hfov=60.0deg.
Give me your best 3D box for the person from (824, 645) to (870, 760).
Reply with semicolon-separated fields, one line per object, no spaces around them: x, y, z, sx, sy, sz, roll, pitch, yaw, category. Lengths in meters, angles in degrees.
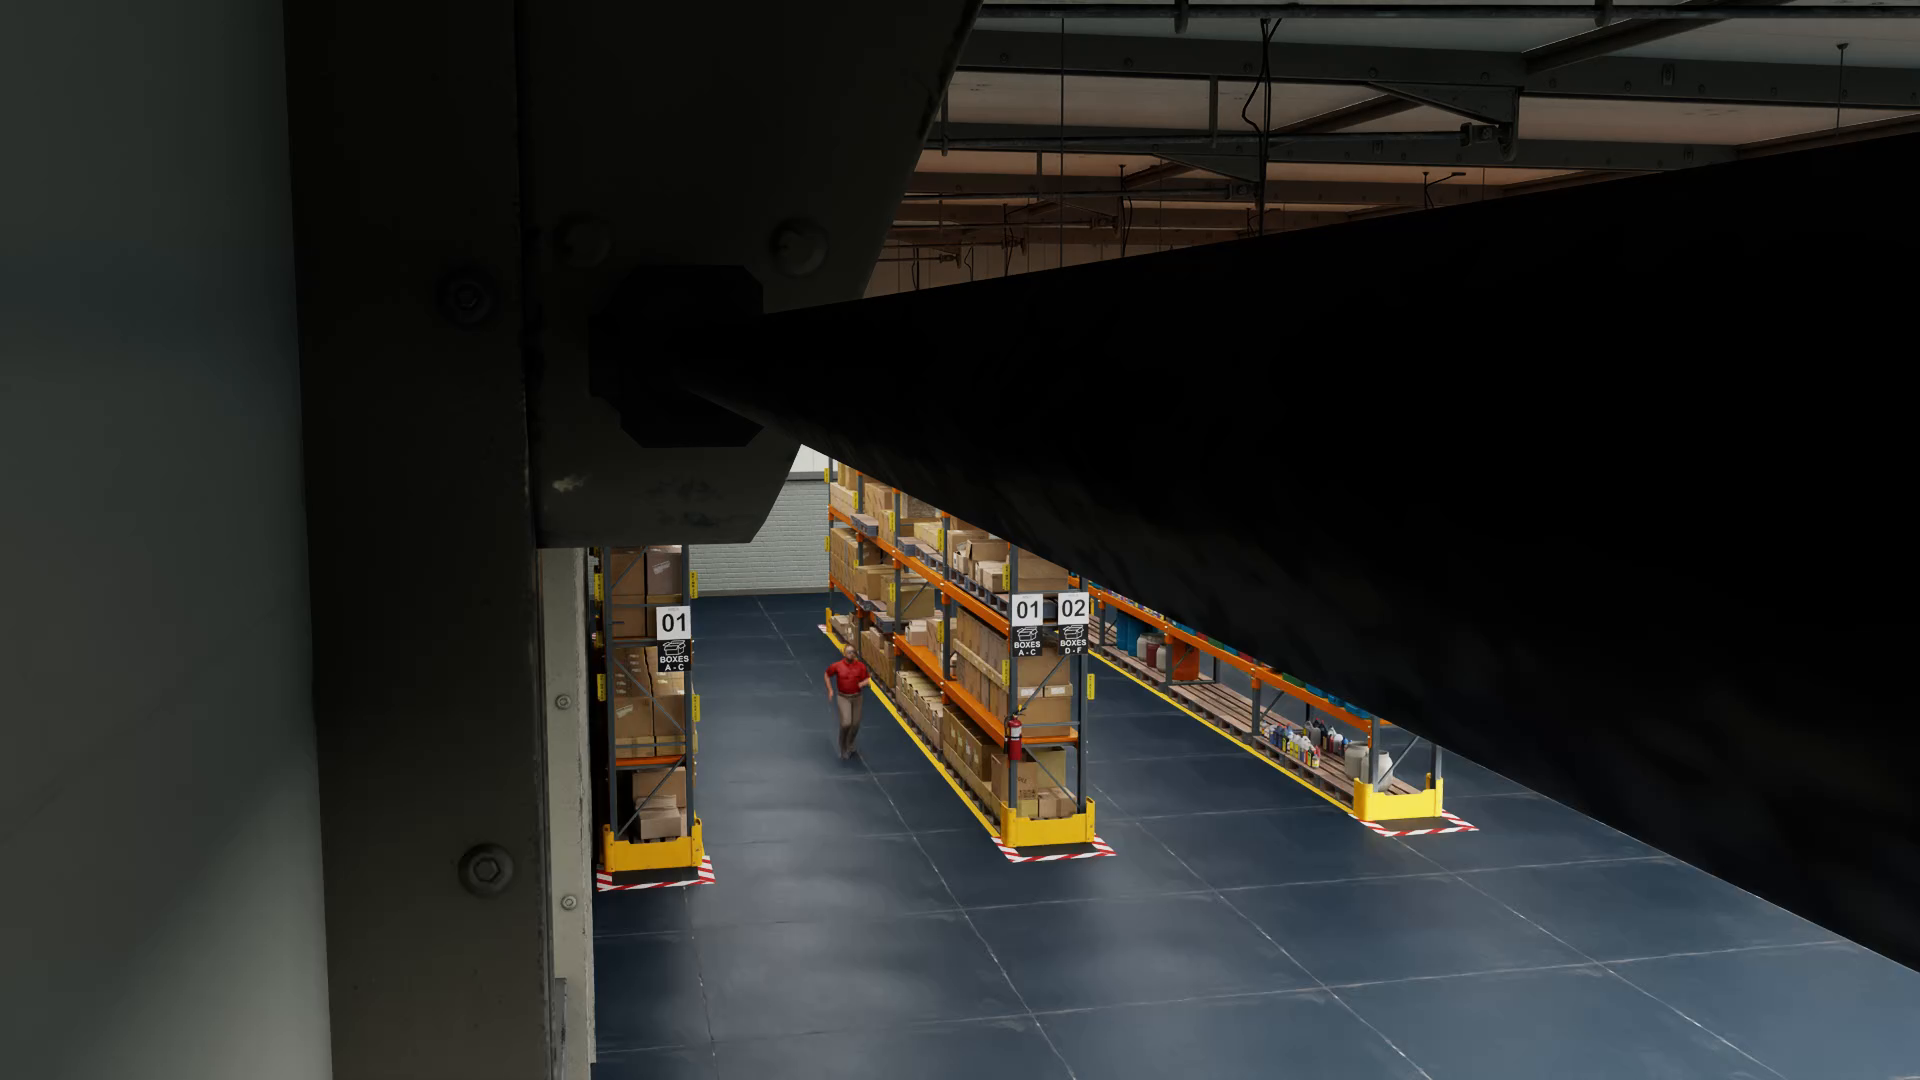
-1.684;2.485;25.365;0.654;1.762;0.711;-2;7;-20;person
